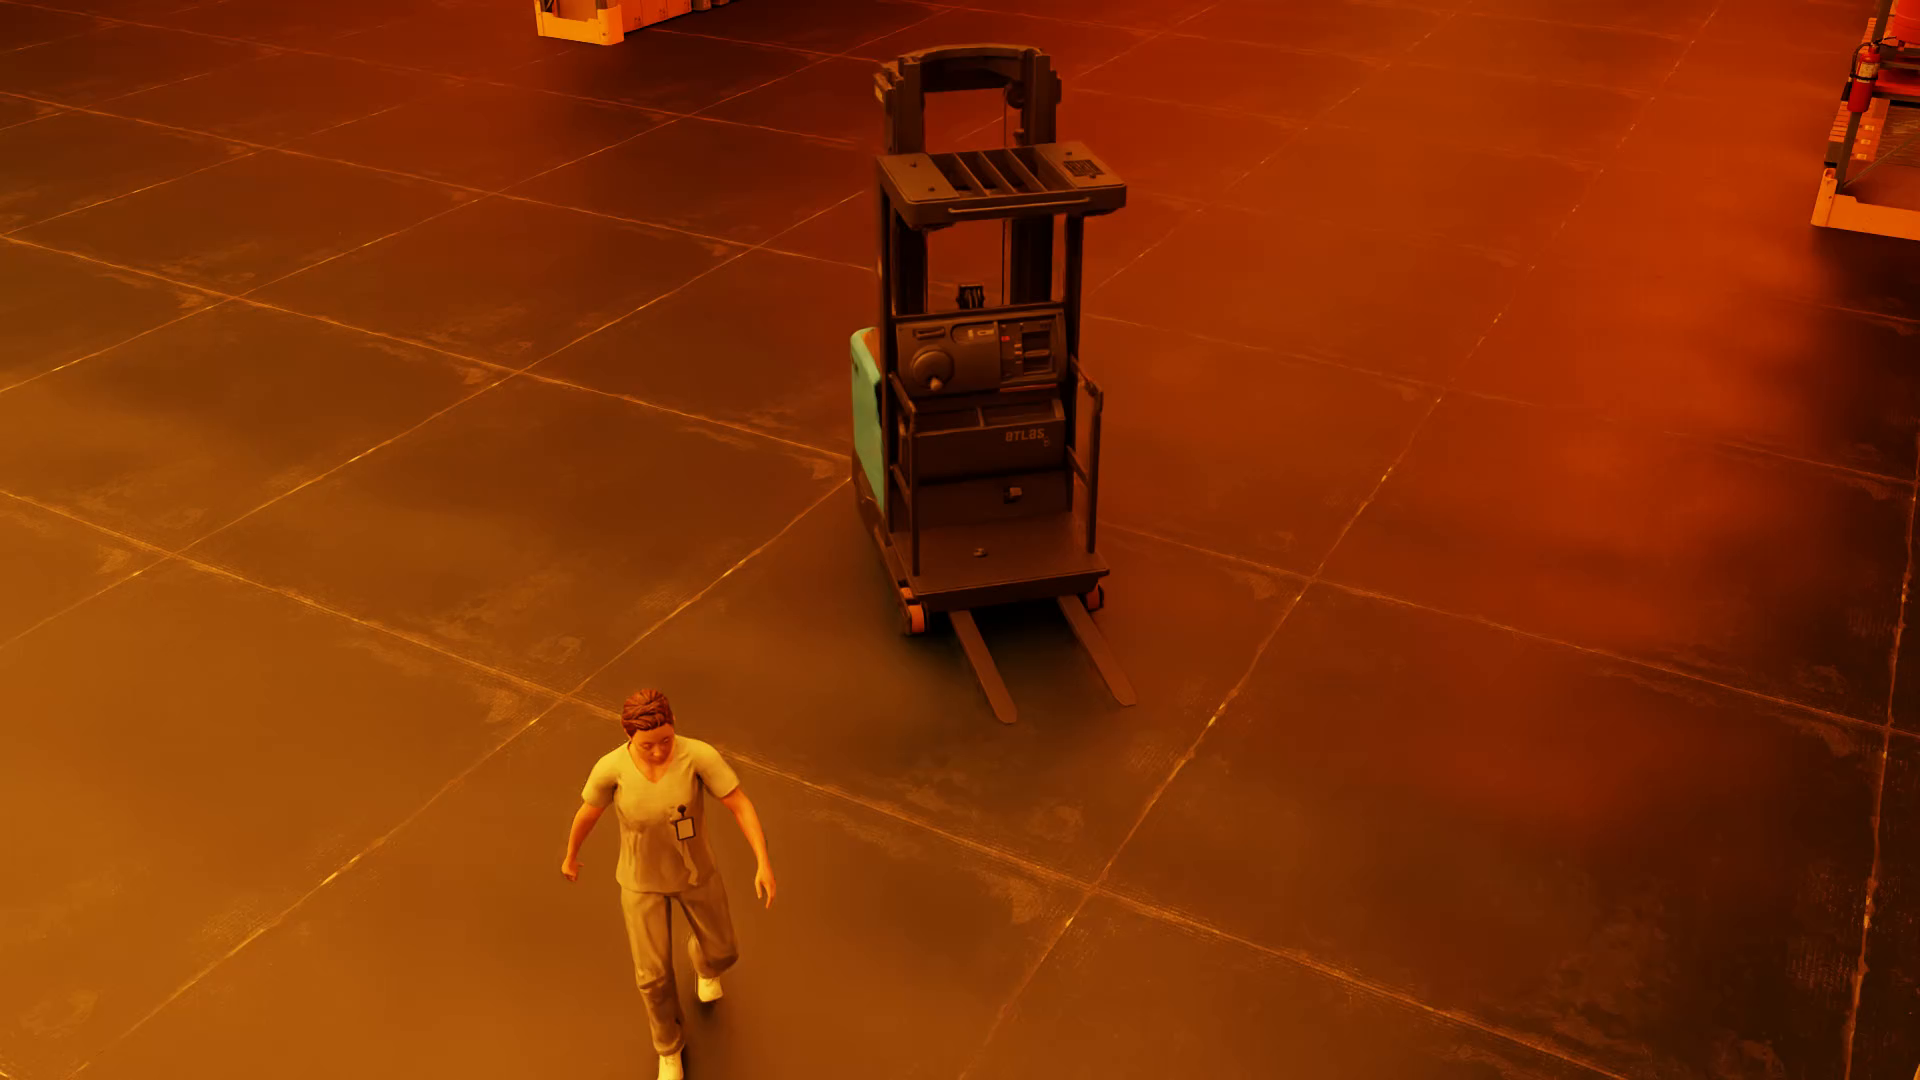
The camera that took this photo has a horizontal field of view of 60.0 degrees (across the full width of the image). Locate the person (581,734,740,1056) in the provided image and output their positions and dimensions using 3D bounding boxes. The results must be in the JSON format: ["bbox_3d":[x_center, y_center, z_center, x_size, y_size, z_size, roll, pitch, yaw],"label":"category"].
[{"bbox_3d":[-1.091,1.296,6.286,0.565,1.337,0.505,-7,31,-12],"label":"person"}]

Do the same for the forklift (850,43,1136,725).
[{"bbox_3d":[0.173,-0.963,8.740,1.130,2.935,3.031,-7,31,-12],"label":"forklift"}]
